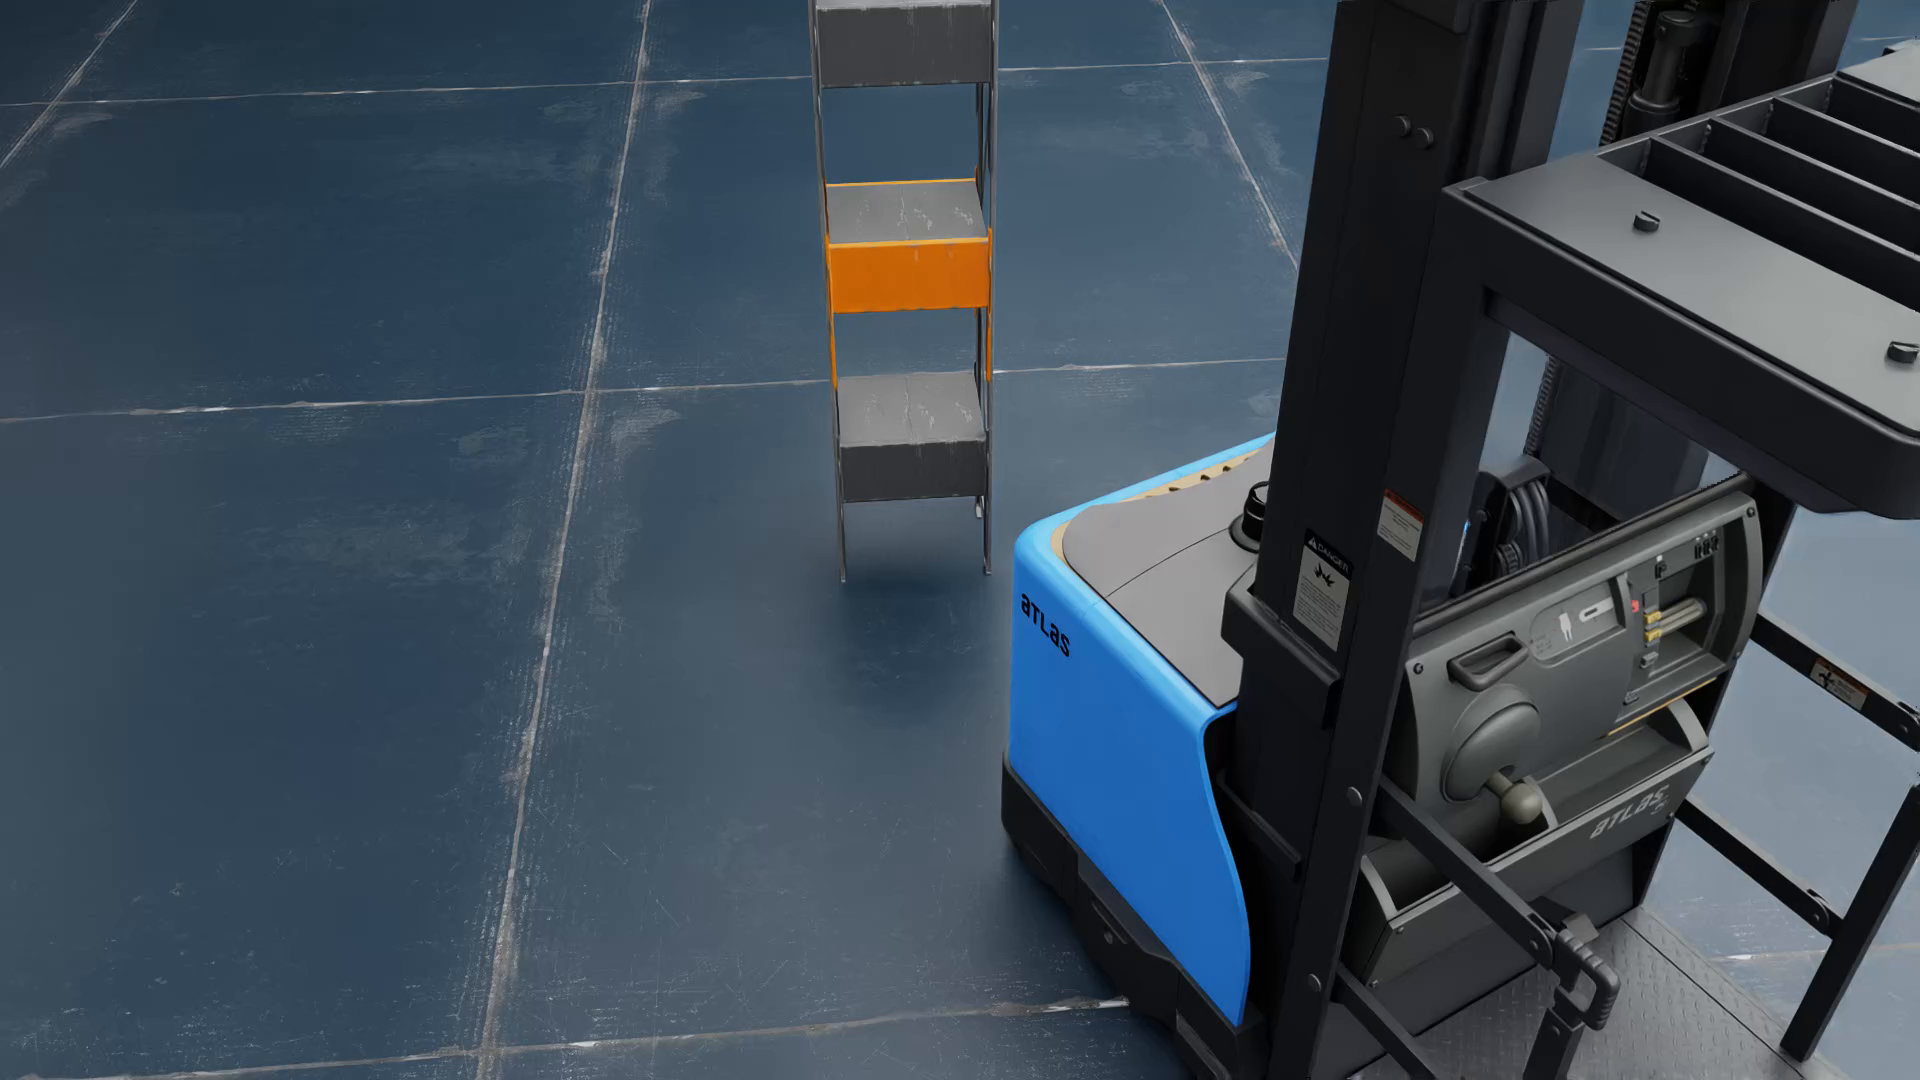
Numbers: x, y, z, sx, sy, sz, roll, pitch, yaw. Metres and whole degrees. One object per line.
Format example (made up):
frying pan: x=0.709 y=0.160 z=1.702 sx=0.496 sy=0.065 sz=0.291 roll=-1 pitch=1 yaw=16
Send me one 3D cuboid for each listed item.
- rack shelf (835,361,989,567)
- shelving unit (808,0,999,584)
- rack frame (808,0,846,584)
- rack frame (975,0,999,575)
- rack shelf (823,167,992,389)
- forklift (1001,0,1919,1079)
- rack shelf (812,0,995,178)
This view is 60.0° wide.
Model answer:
rack shelf: x=-0.165 y=-0.255 z=5.530 sx=0.480 sy=0.518 sz=0.431 roll=-3 pitch=38 yaw=-4
shelving unit: x=-0.165 y=-0.815 z=5.088 sx=0.503 sy=2.100 sz=0.431 roll=-3 pitch=38 yaw=-4
rack frame: x=-0.408 y=-0.802 z=5.071 sx=0.015 sy=2.100 sz=0.400 roll=-3 pitch=38 yaw=-4
rack frame: x=0.078 y=-0.829 z=5.105 sx=0.015 sy=2.100 sz=0.400 roll=-3 pitch=38 yaw=-4
rack shelf: x=-0.165 y=-0.805 z=5.097 sx=0.480 sy=0.518 sz=0.431 roll=-3 pitch=38 yaw=-4
forklift: x=1.307 y=0.293 z=3.012 sx=1.130 sy=2.935 sz=3.031 roll=-20 pitch=43 yaw=-24
rack shelf: x=-0.165 y=-1.354 z=4.663 sx=0.480 sy=0.518 sz=0.431 roll=-3 pitch=38 yaw=-4
